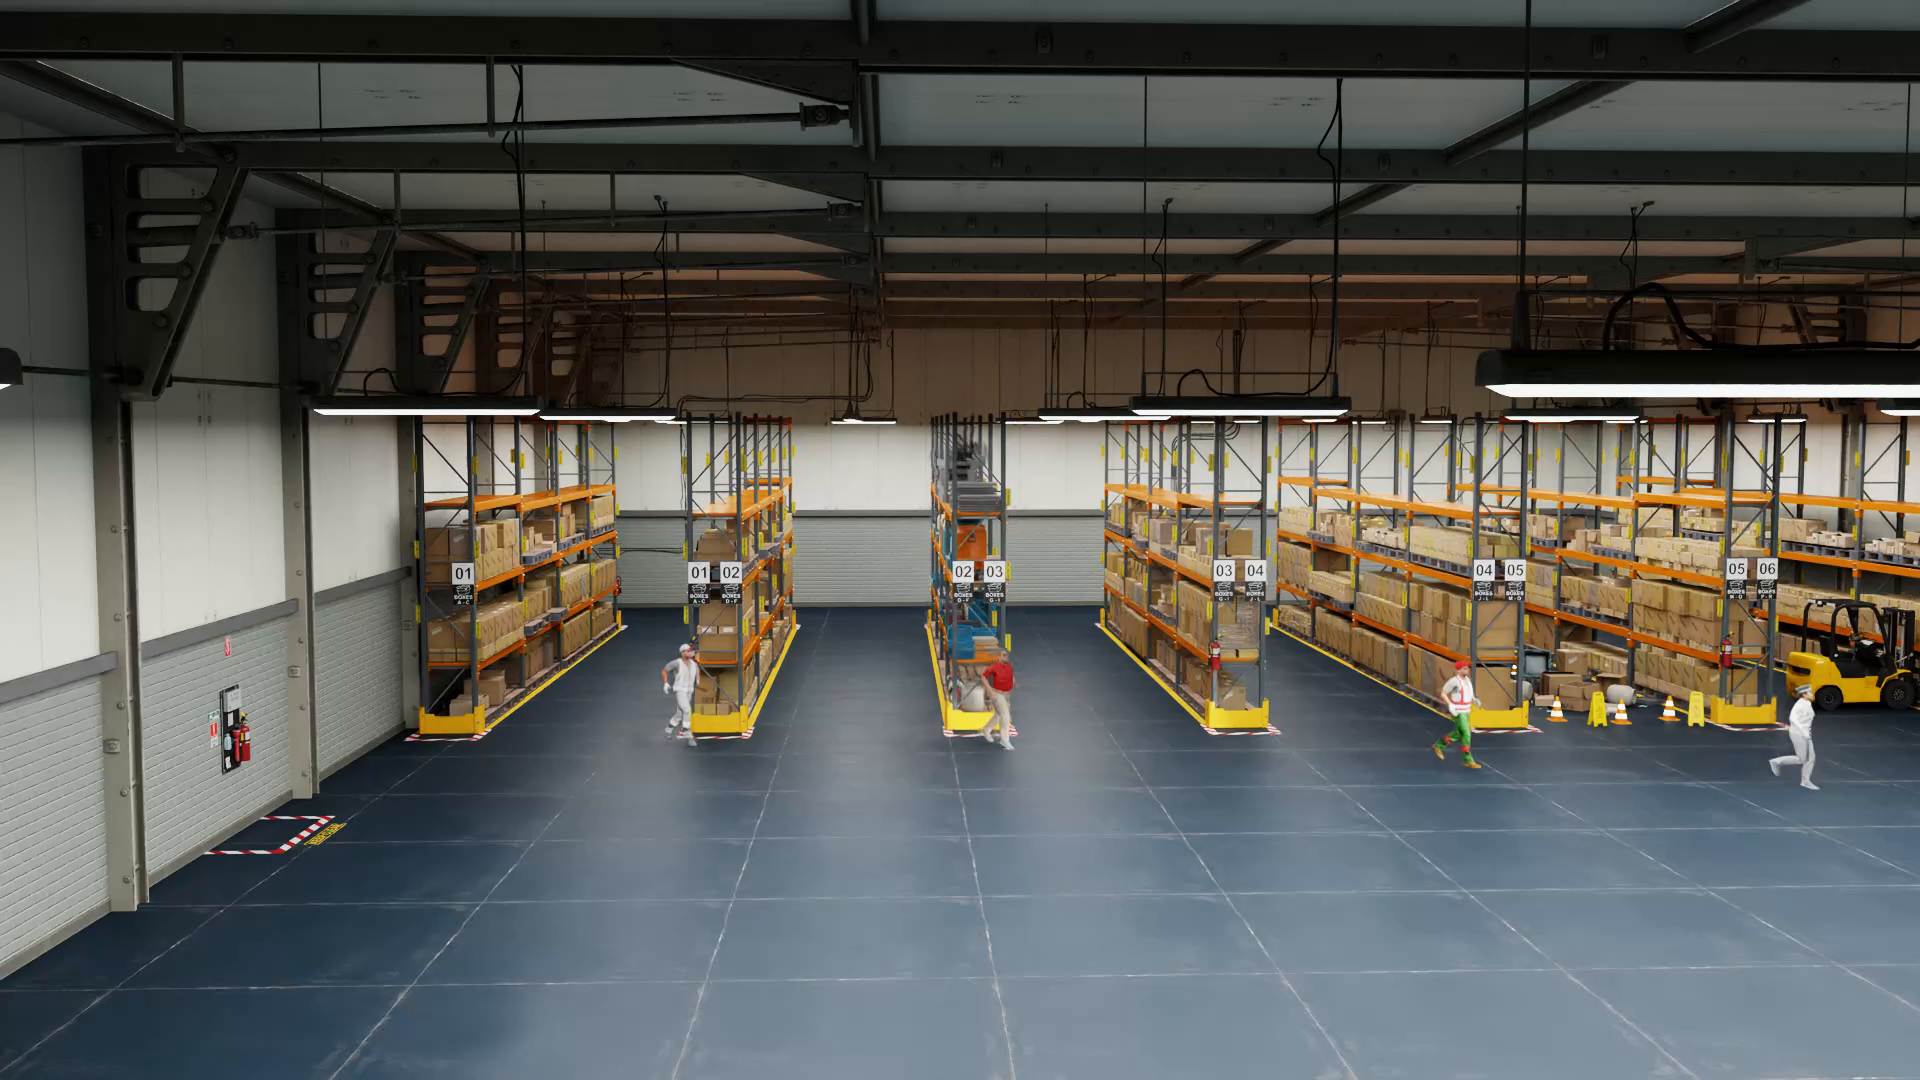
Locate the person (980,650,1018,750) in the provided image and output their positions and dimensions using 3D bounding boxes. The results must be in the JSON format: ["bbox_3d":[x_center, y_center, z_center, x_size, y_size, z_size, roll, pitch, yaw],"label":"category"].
[{"bbox_3d":[0.706,2.842,29.772,0.809,1.788,0.653,3,5,37],"label":"person"}]

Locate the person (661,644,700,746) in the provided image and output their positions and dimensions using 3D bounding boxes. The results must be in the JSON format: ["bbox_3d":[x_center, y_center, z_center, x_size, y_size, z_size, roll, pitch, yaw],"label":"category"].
[{"bbox_3d":[-4.956,2.774,30.052,0.910,1.773,0.694,3,5,39],"label":"person"}]

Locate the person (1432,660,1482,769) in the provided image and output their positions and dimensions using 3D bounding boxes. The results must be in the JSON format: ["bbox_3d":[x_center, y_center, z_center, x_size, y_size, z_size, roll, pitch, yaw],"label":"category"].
[{"bbox_3d":[8.377,2.893,27.939,0.947,1.780,0.661,4,5,45],"label":"person"}]

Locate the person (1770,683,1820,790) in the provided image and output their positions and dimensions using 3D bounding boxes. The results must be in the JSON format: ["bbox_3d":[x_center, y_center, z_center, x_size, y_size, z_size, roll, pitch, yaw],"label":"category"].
[{"bbox_3d":[13.338,3.102,26.496,0.744,1.676,0.640,3,5,38],"label":"person"}]

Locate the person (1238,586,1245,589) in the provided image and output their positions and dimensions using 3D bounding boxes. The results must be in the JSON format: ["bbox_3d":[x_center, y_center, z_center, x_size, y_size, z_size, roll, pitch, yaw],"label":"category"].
[{"bbox_3d":[8.128,1.602,48.221,0.739,1.692,0.527,3,5,41],"label":"person"}]
